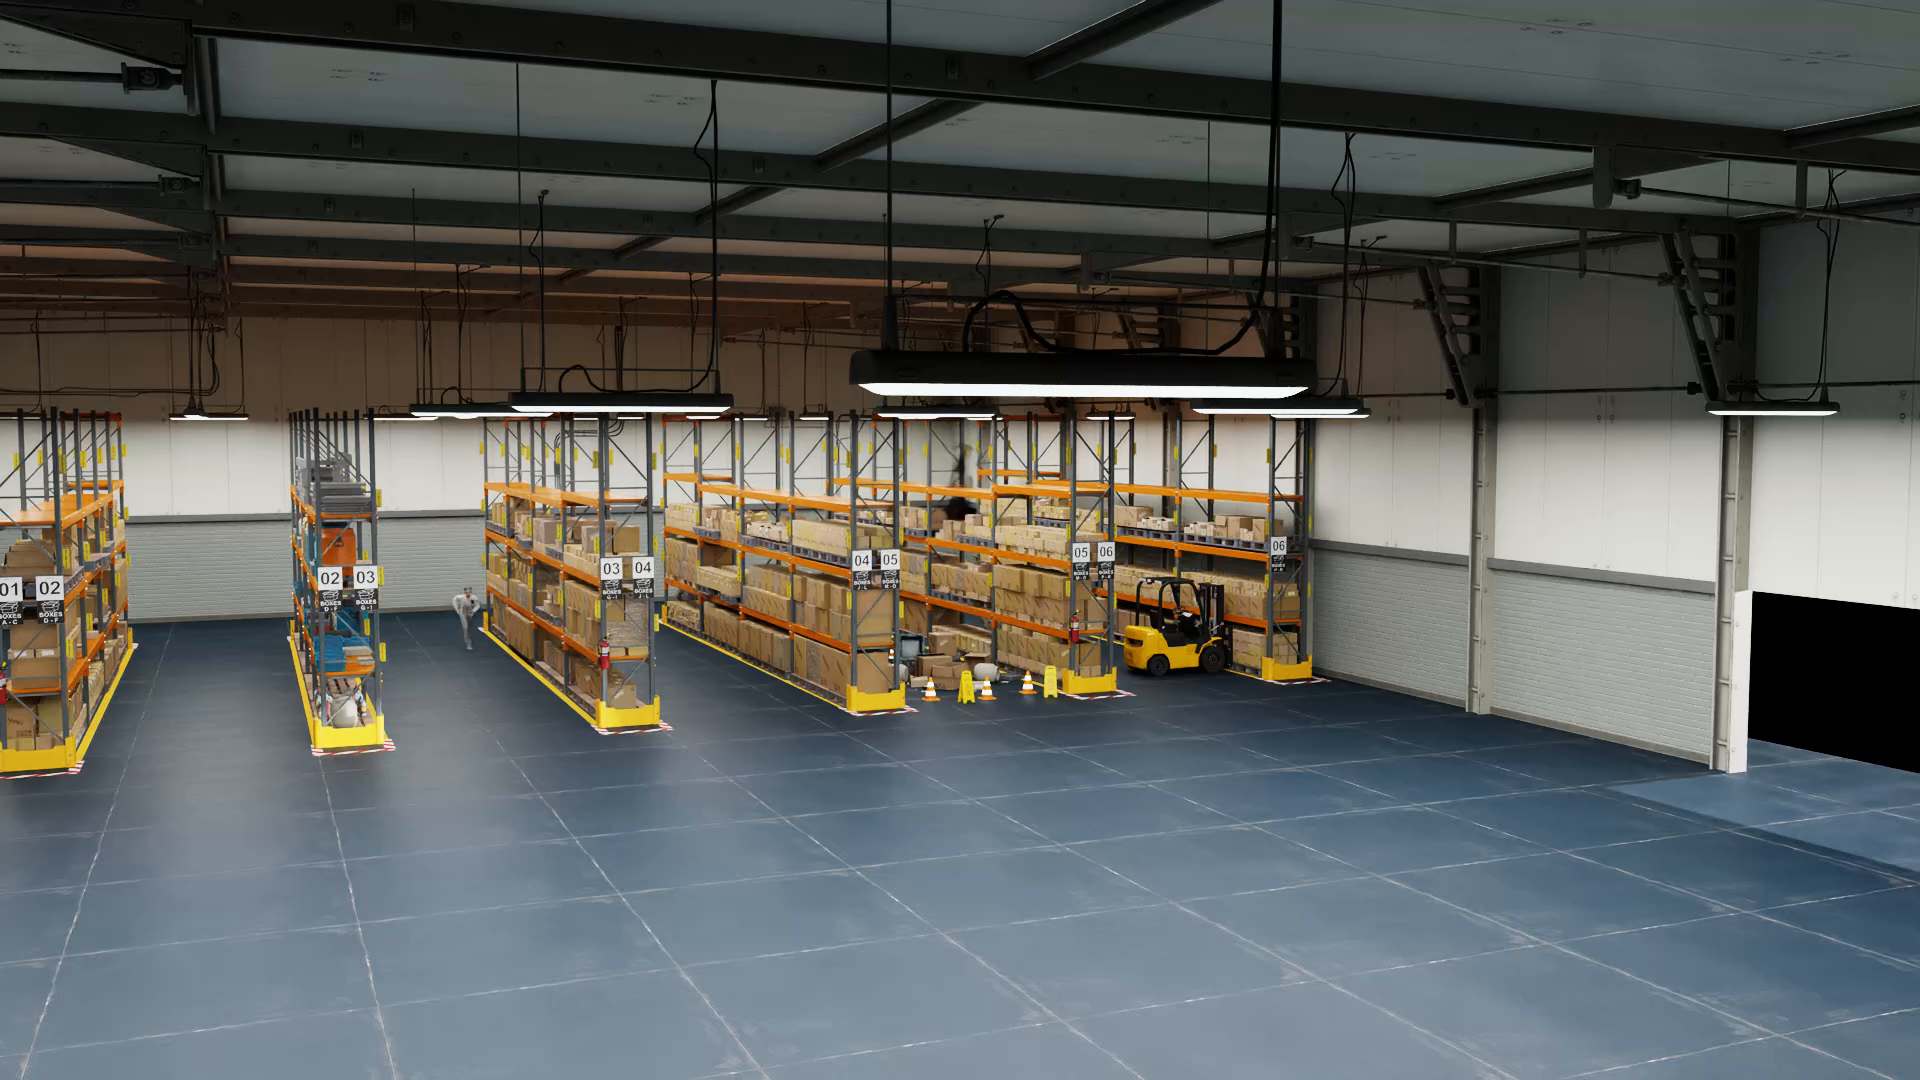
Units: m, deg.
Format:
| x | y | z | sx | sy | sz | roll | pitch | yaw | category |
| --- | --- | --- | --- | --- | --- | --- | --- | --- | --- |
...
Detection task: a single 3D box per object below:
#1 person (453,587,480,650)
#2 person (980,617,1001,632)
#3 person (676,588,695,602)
| x | y | z | sx | sy | sz | roll | pitch | yaw | category |
| --- | --- | --- | --- | --- | --- | --- | --- | --- | --- |
| -12.610 | 1.976 | 42.492 | 0.655 | 1.628 | 0.968 | -1 | 4 | -20 | person |
| 0.768 | 1.676 | 45.263 | 0.708 | 1.795 | 0.877 | -2 | 4 | -24 | person |
| -8.172 | 1.394 | 49.635 | 0.626 | 1.782 | 0.762 | 3 | 5 | 40 | person |
